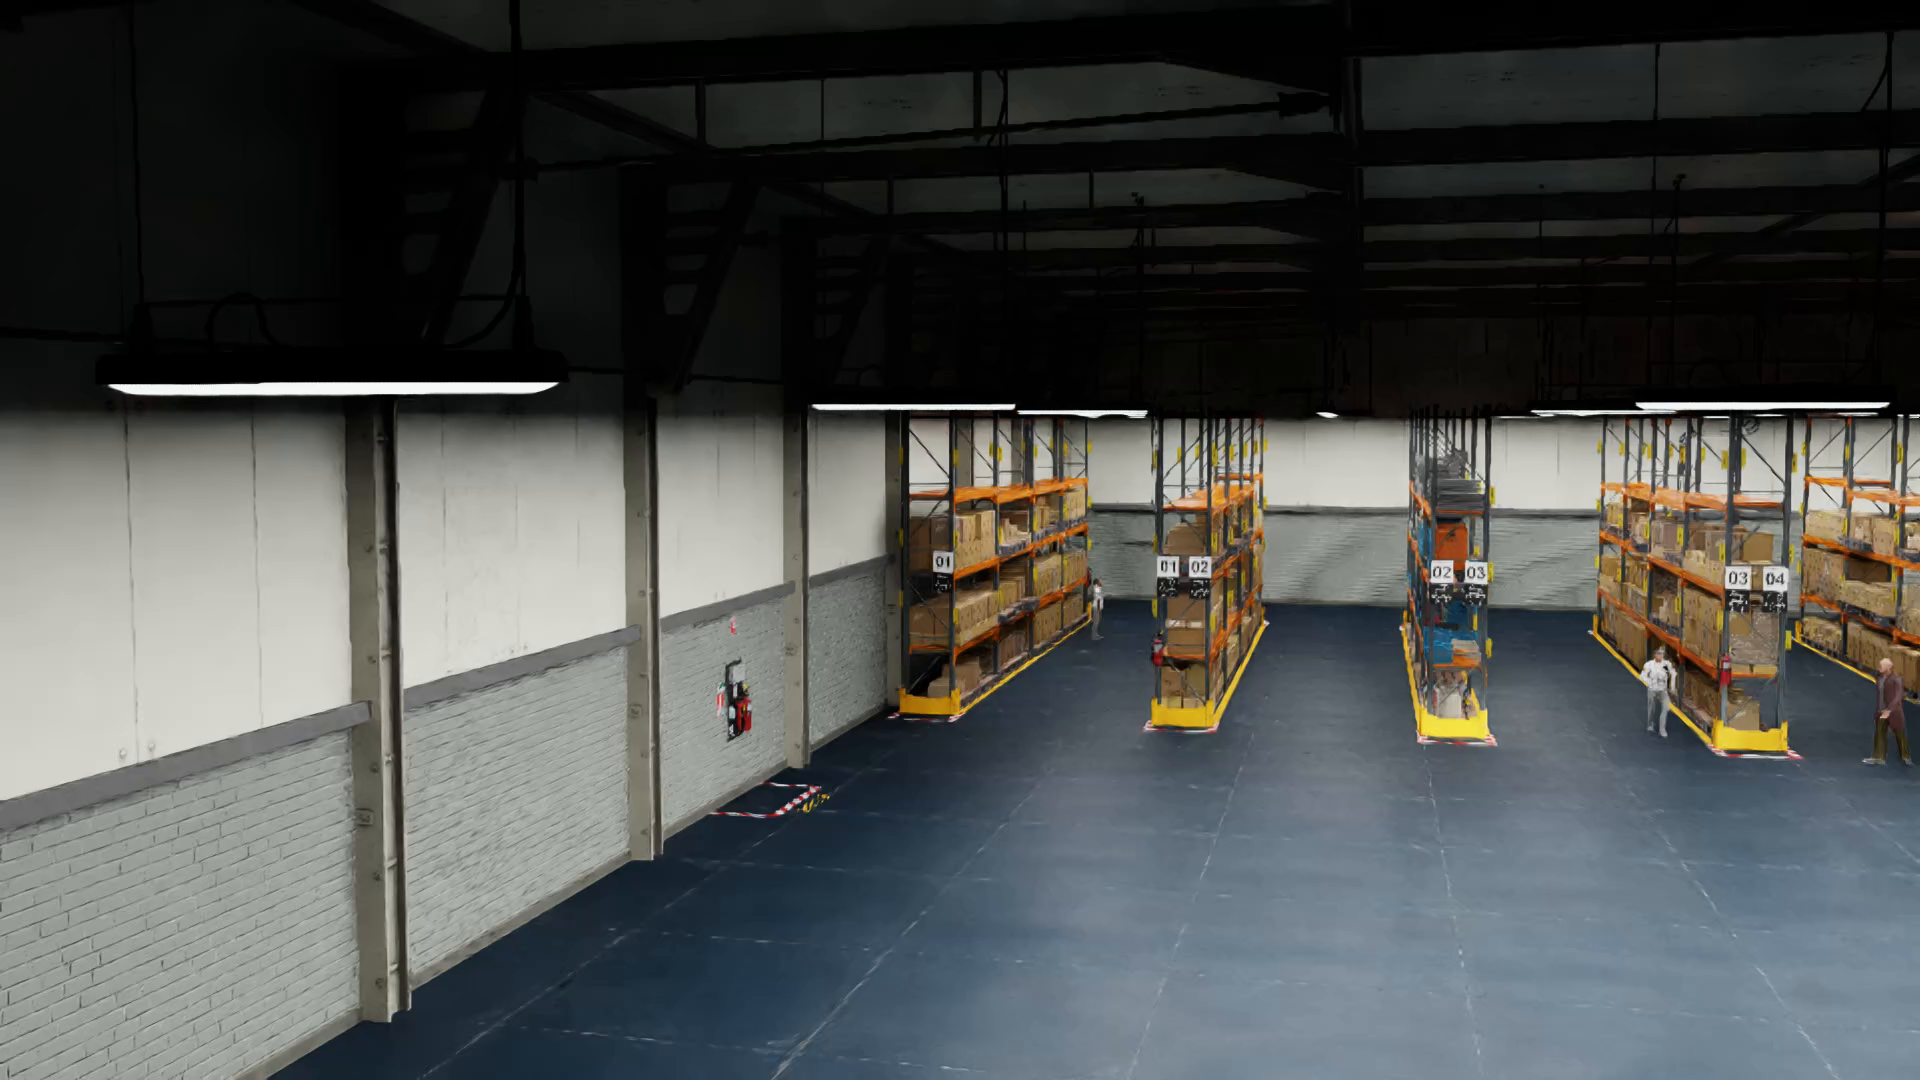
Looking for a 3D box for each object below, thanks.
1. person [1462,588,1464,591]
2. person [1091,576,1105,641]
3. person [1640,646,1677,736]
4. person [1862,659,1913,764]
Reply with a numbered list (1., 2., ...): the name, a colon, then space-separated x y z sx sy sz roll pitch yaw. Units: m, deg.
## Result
1. person: 14.848 1.378 48.532 0.603 1.725 1.110 1 4 13
2. person: 3.573 1.772 43.191 0.373 1.679 0.588 0 4 -2
3. person: 12.785 2.728 30.461 0.636 1.612 0.814 1 4 19
4. person: 15.467 2.856 27.658 0.761 1.770 0.604 -1 4 -16
